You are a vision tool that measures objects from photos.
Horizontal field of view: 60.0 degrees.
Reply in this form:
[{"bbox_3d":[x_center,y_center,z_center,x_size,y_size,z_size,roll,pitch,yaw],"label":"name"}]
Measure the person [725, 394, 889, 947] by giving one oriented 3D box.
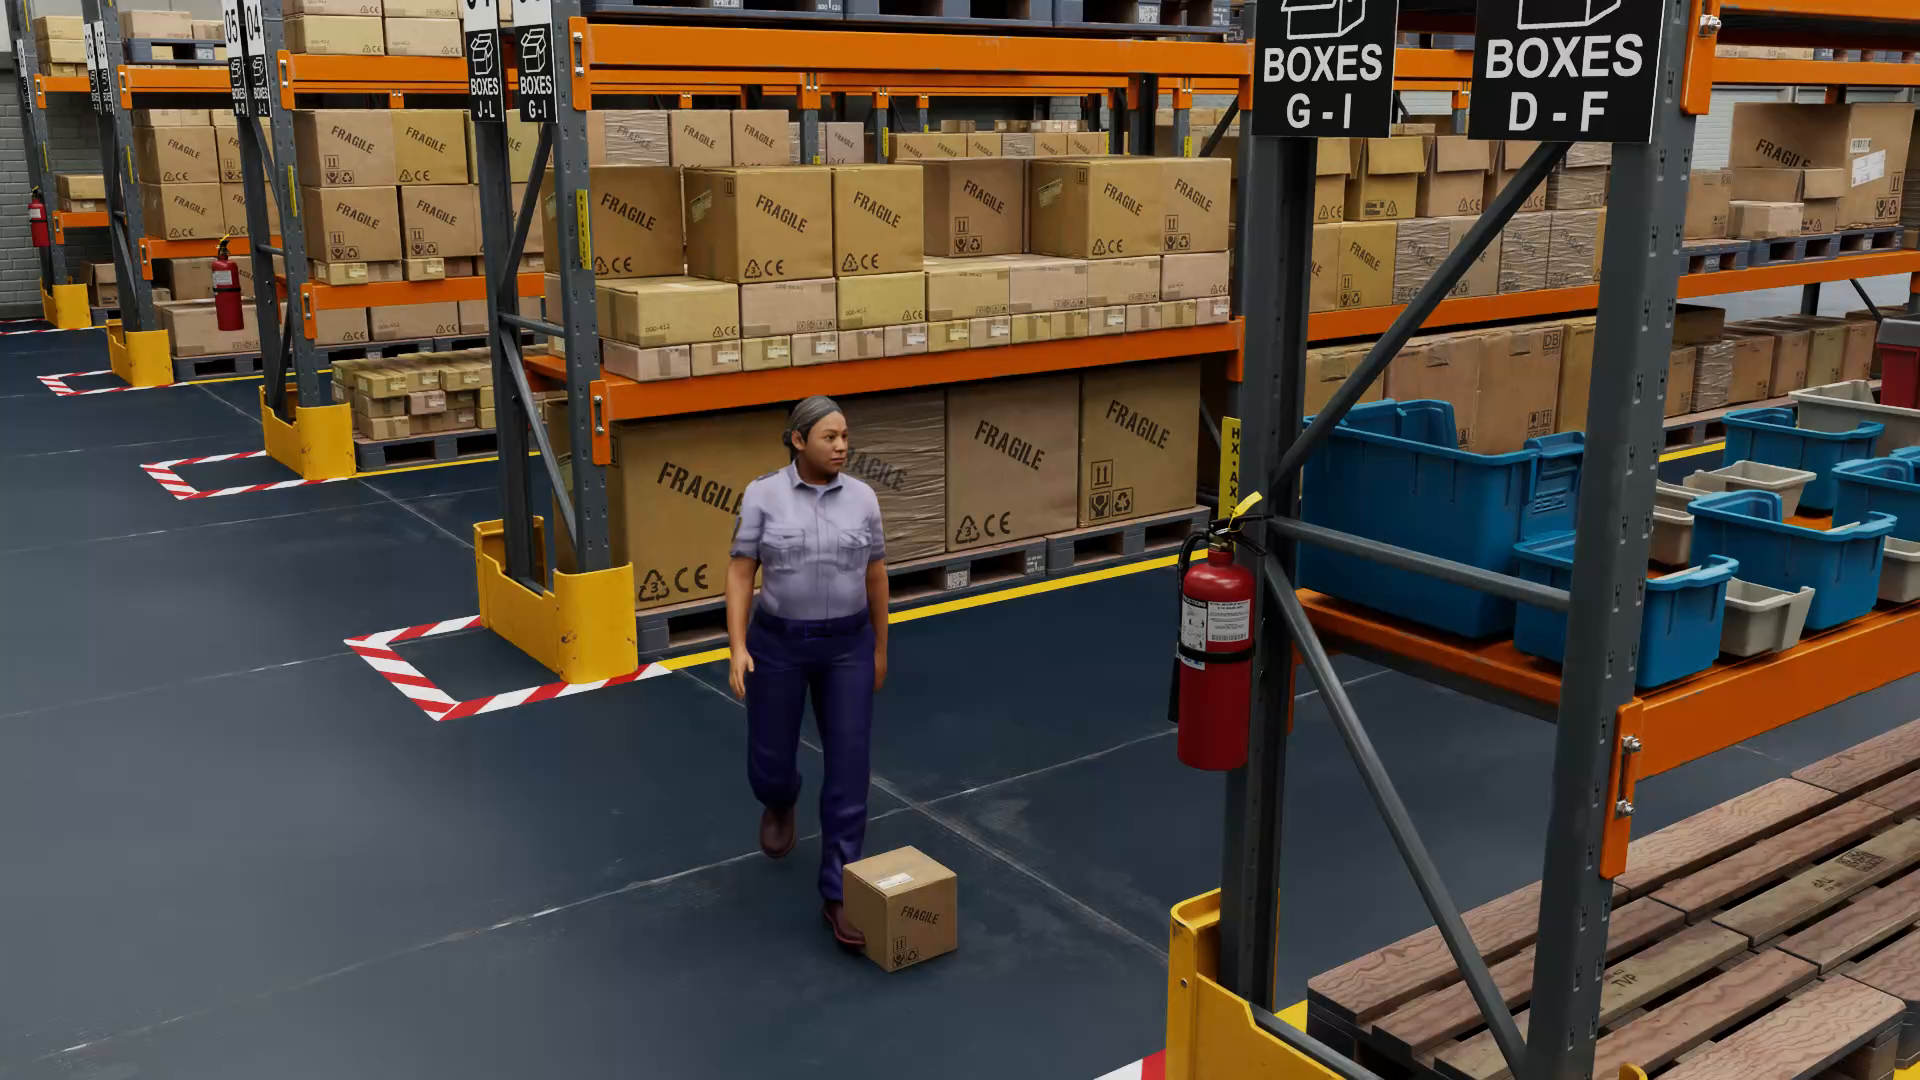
[{"bbox_3d":[-0.455,0.370,5.159,0.551,1.606,0.819,-4,15,-15],"label":"person"}]
